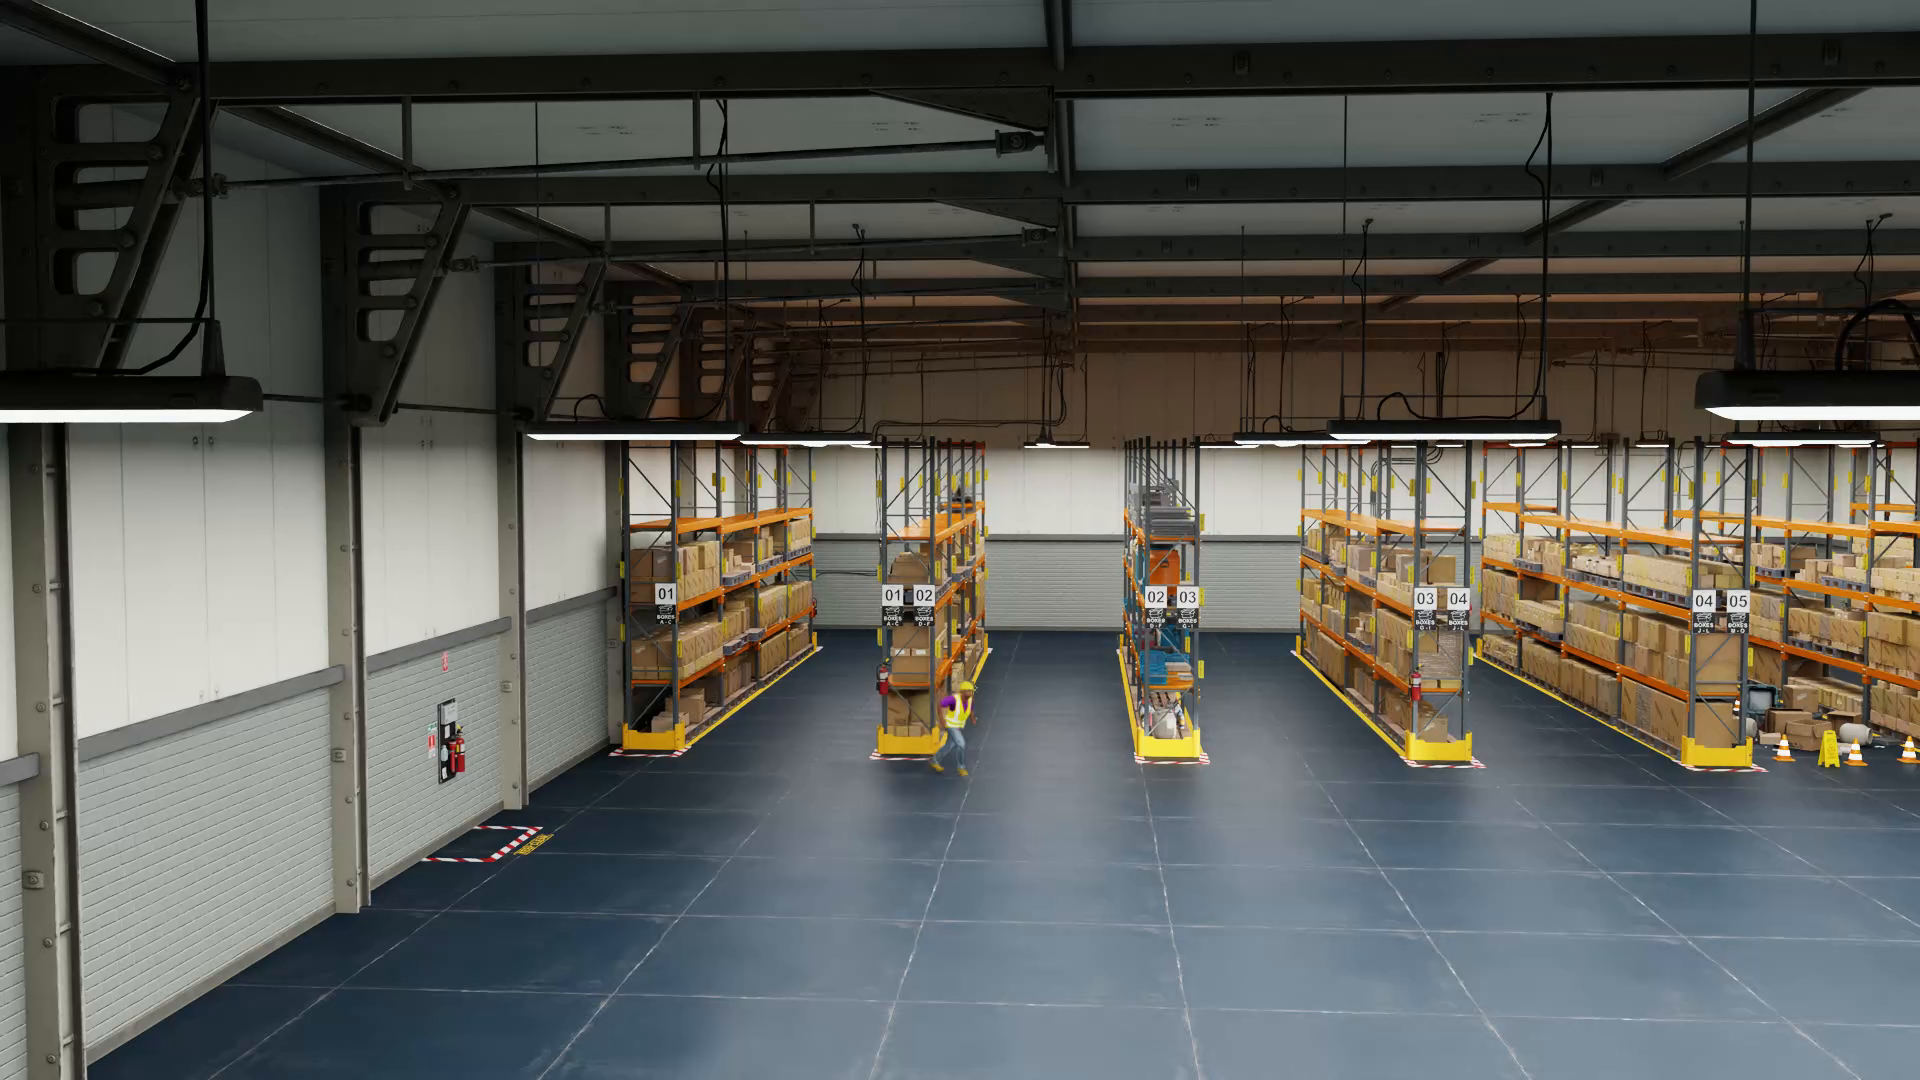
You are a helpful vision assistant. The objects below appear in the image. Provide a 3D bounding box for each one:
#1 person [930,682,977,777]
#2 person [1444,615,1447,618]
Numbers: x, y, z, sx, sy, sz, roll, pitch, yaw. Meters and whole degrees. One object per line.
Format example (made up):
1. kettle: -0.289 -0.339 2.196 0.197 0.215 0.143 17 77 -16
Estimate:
1. person: -0.123 3.331 29.450 0.940 1.706 0.706 3 4 40
2. person: 14.065 2.369 47.348 0.925 1.657 0.733 -2 3 -26
